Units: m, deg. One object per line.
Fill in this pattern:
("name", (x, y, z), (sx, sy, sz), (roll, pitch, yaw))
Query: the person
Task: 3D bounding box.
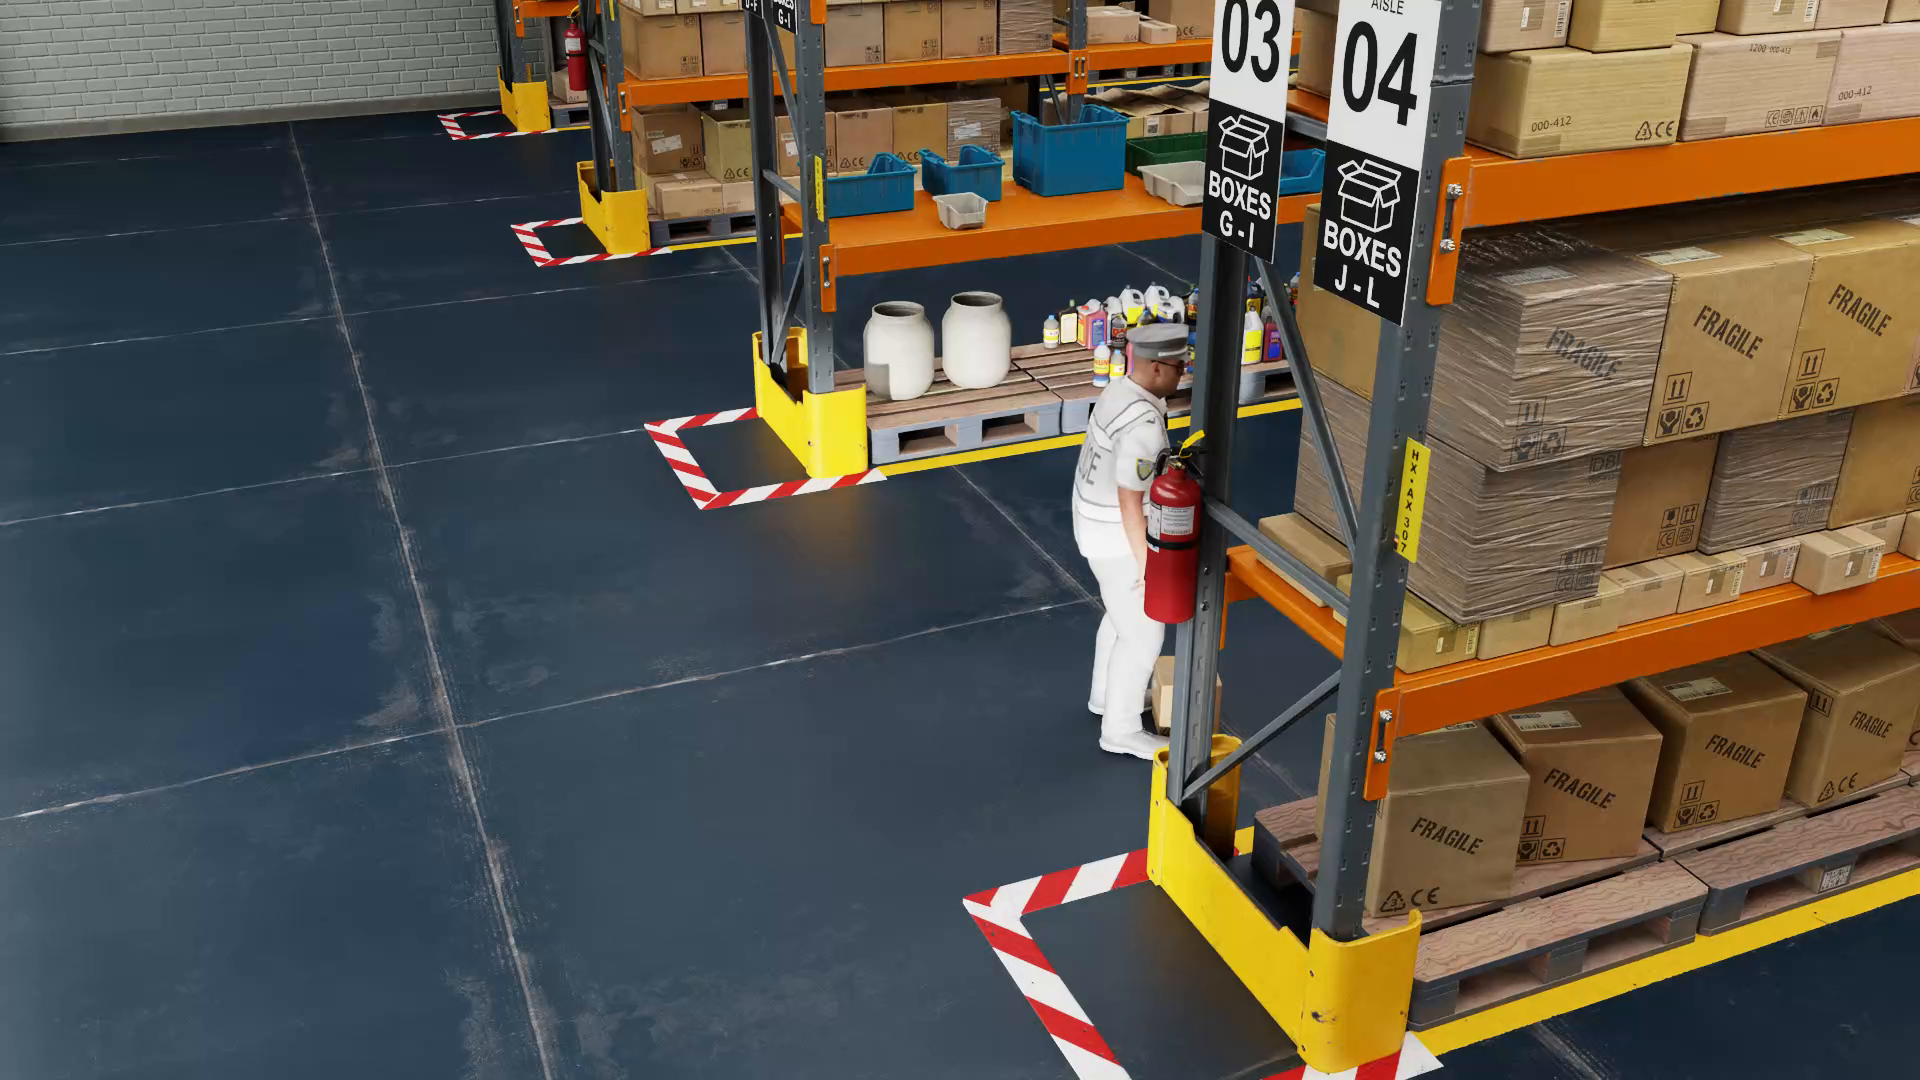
("person", (0.670, -0.010, 6.624), (0.437, 1.747, 0.583), (-1, 26, -3))
